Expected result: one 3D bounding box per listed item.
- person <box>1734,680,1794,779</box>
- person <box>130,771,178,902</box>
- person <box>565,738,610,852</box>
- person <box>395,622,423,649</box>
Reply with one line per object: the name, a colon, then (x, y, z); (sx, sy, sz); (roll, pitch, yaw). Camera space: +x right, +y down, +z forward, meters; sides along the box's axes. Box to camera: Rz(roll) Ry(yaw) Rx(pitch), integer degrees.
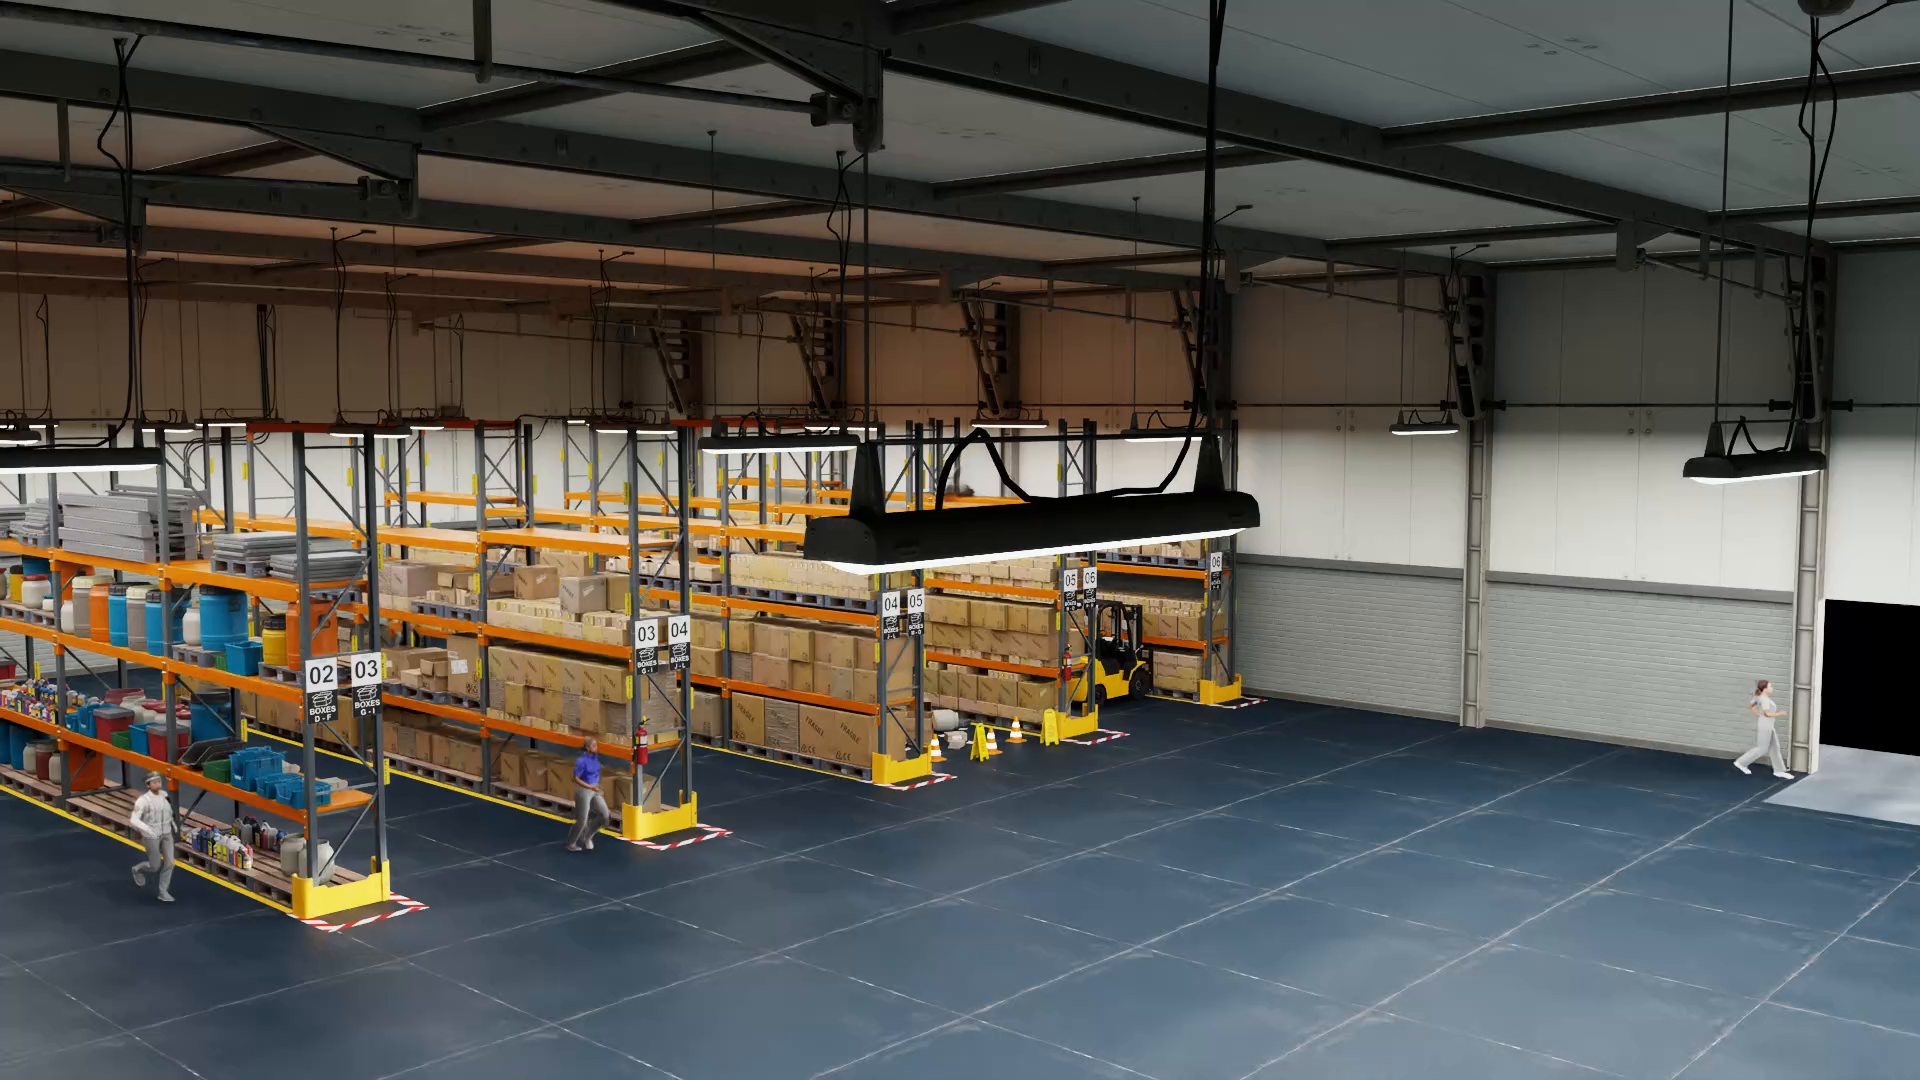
person: (13.566, 3.183, 28.012); (0.936, 1.647, 0.571); (2, 5, 20)
person: (-10.289, 3.765, 21.274); (0.729, 1.667, 0.615); (3, 5, 32)
person: (-5.236, 3.599, 23.544); (0.604, 1.619, 0.635); (2, 5, 27)
person: (-11.882, 2.569, 35.865); (0.735, 1.711, 0.667); (4, 6, 38)
